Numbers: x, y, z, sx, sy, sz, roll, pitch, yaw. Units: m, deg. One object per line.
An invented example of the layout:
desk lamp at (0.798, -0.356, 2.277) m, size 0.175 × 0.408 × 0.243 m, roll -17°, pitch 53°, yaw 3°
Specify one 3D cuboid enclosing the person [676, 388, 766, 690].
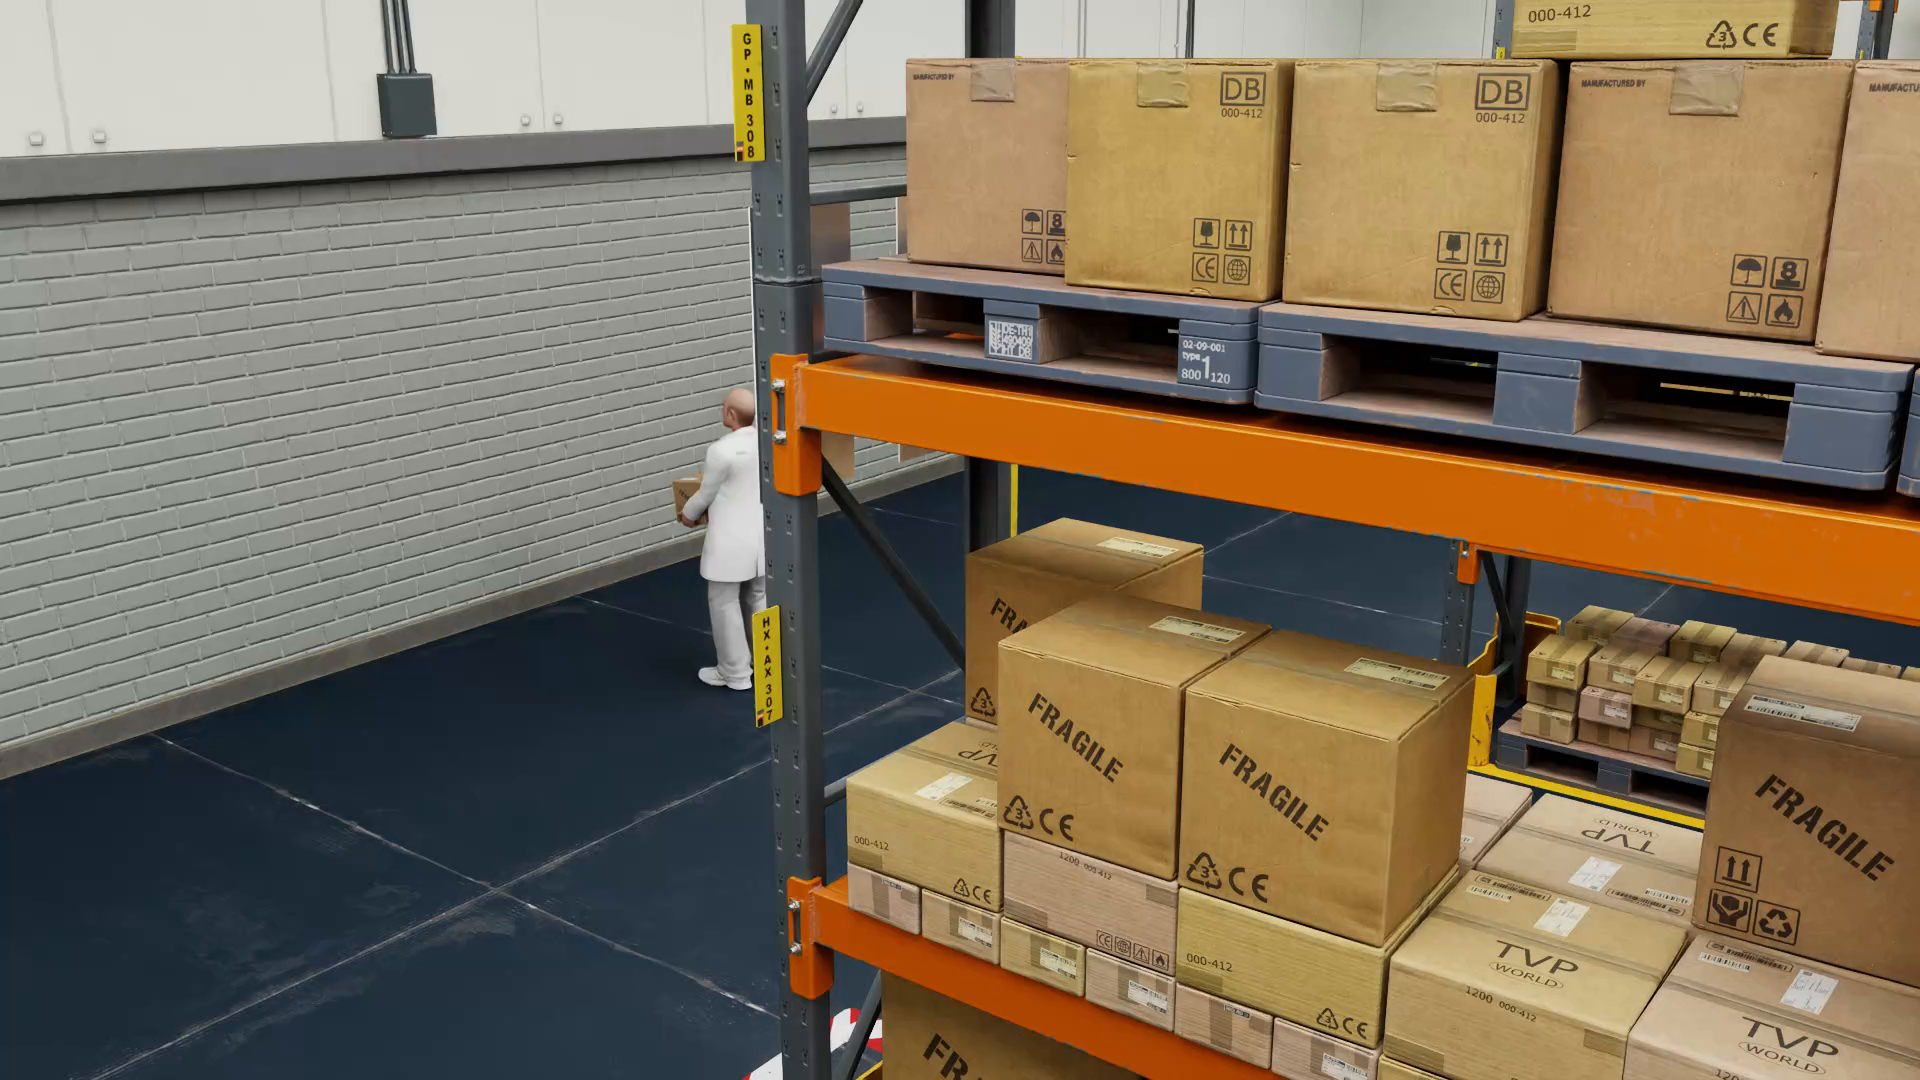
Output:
person at (-1.360, -0.035, 9.694) m, size 0.563 × 1.770 × 0.529 m, roll 12°, pitch 20°, yaw 36°
